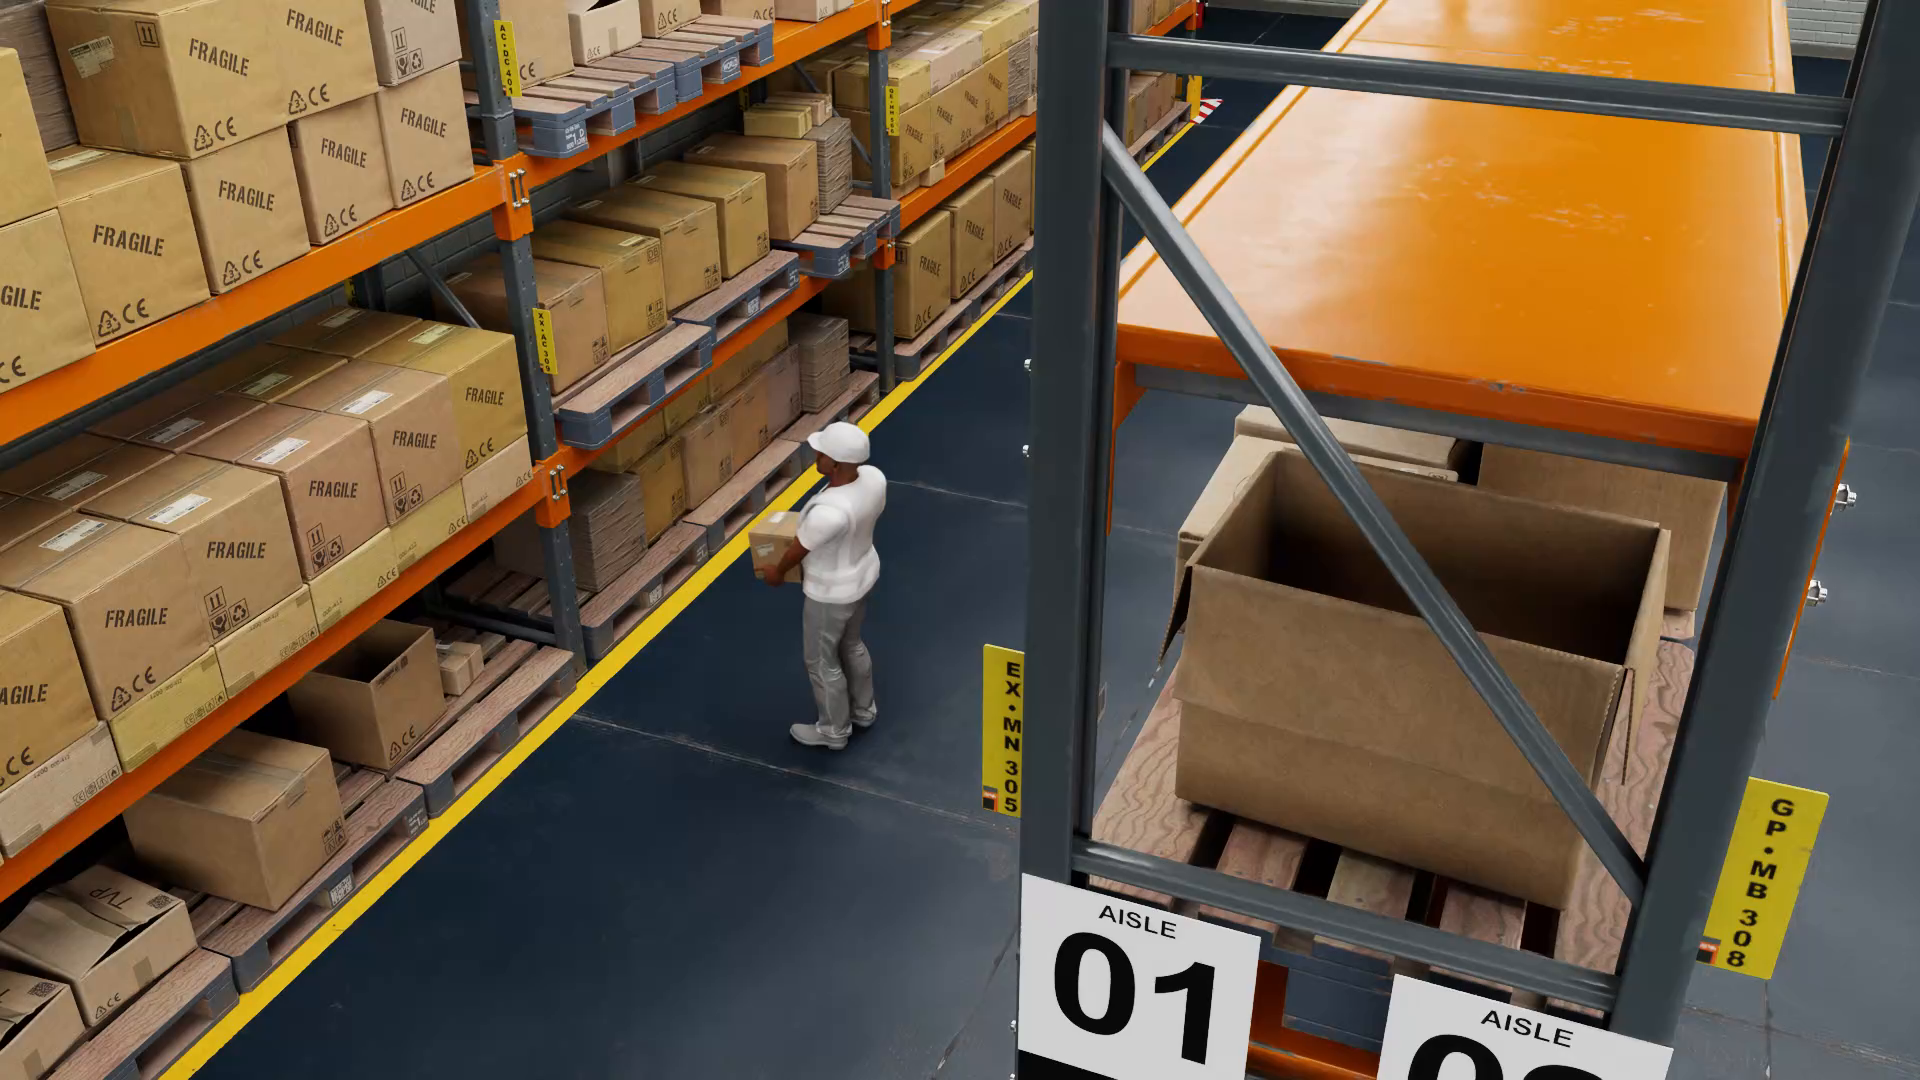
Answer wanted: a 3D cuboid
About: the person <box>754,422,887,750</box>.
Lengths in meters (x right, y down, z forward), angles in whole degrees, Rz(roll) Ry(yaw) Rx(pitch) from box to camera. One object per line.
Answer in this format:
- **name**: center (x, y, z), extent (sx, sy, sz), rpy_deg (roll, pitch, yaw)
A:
- **person**: center (-0.675, 0.204, 8.019), extent (0.587, 1.760, 0.503), rpy_deg (12, 32, 20)
